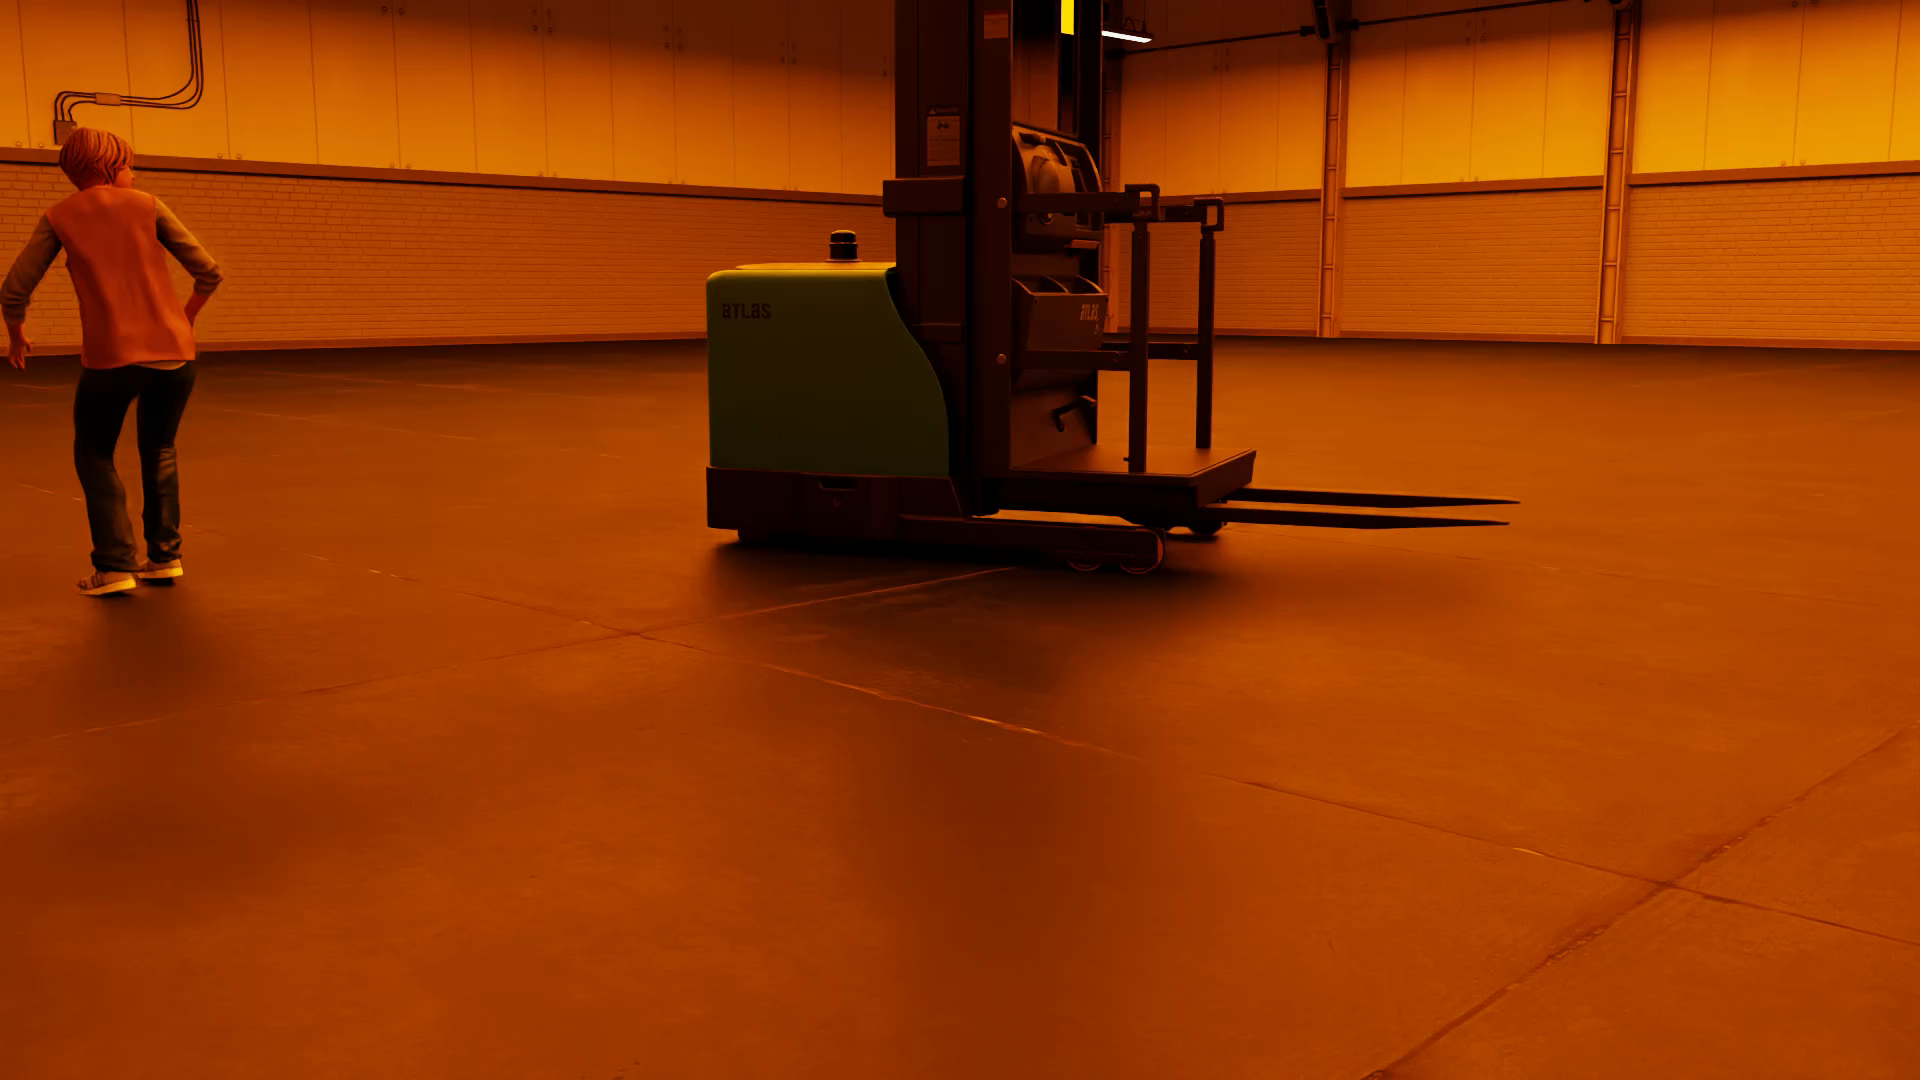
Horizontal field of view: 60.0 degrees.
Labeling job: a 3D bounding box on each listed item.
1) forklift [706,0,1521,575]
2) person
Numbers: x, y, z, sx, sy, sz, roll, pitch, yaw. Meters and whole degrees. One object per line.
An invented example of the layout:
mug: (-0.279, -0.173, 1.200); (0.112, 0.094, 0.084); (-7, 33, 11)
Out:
forklift: (0.565, -1.416, 6.275); (3.031, 2.935, 1.130); (3, 9, 22)
person: (-2.823, -0.587, 5.572); (0.660, 1.545, 0.509); (-6, 11, -36)
